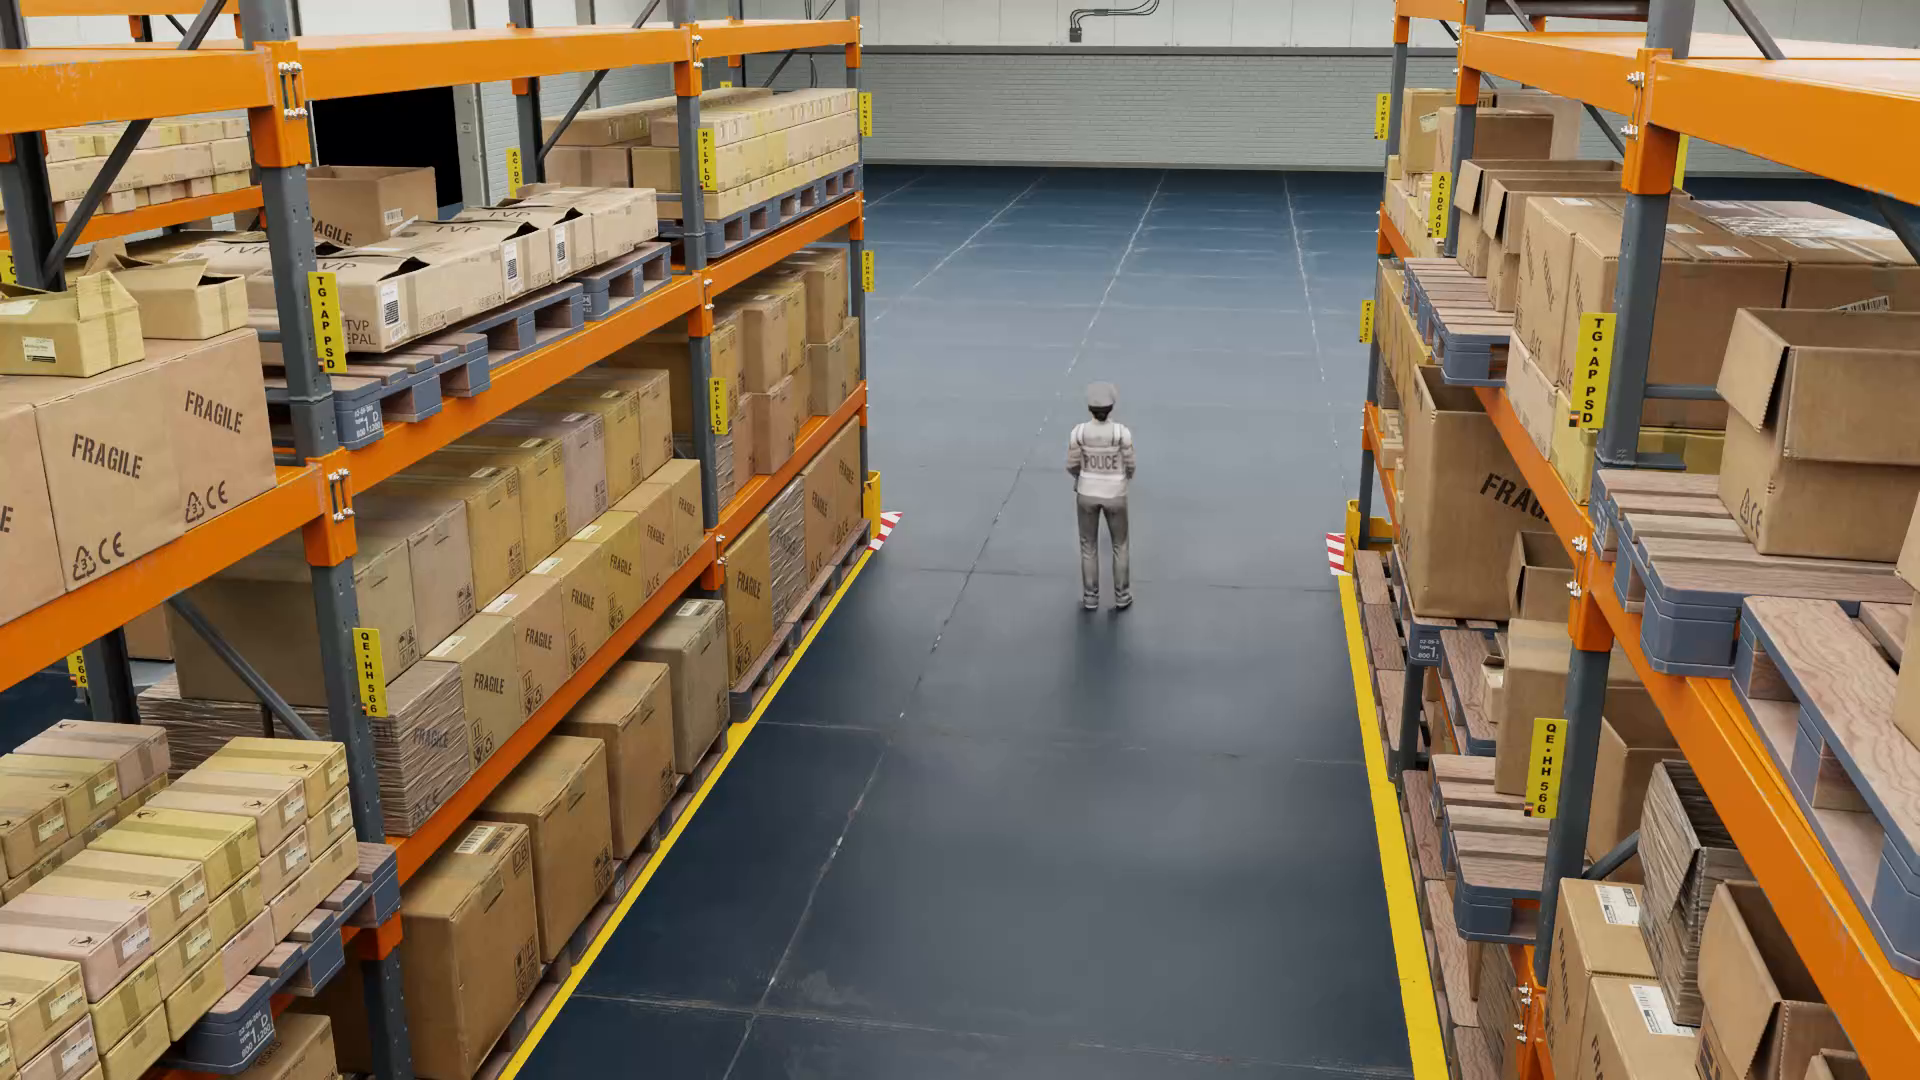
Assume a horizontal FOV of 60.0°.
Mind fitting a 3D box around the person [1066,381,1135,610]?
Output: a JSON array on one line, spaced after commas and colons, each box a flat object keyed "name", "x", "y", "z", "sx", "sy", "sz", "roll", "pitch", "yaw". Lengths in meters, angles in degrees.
[{"name": "person", "x": 1.018, "y": -0.325, "z": 11.993, "sx": 0.503, "sy": 1.700, "sz": 0.505, "roll": 3, "pitch": 18, "yaw": 9}]
